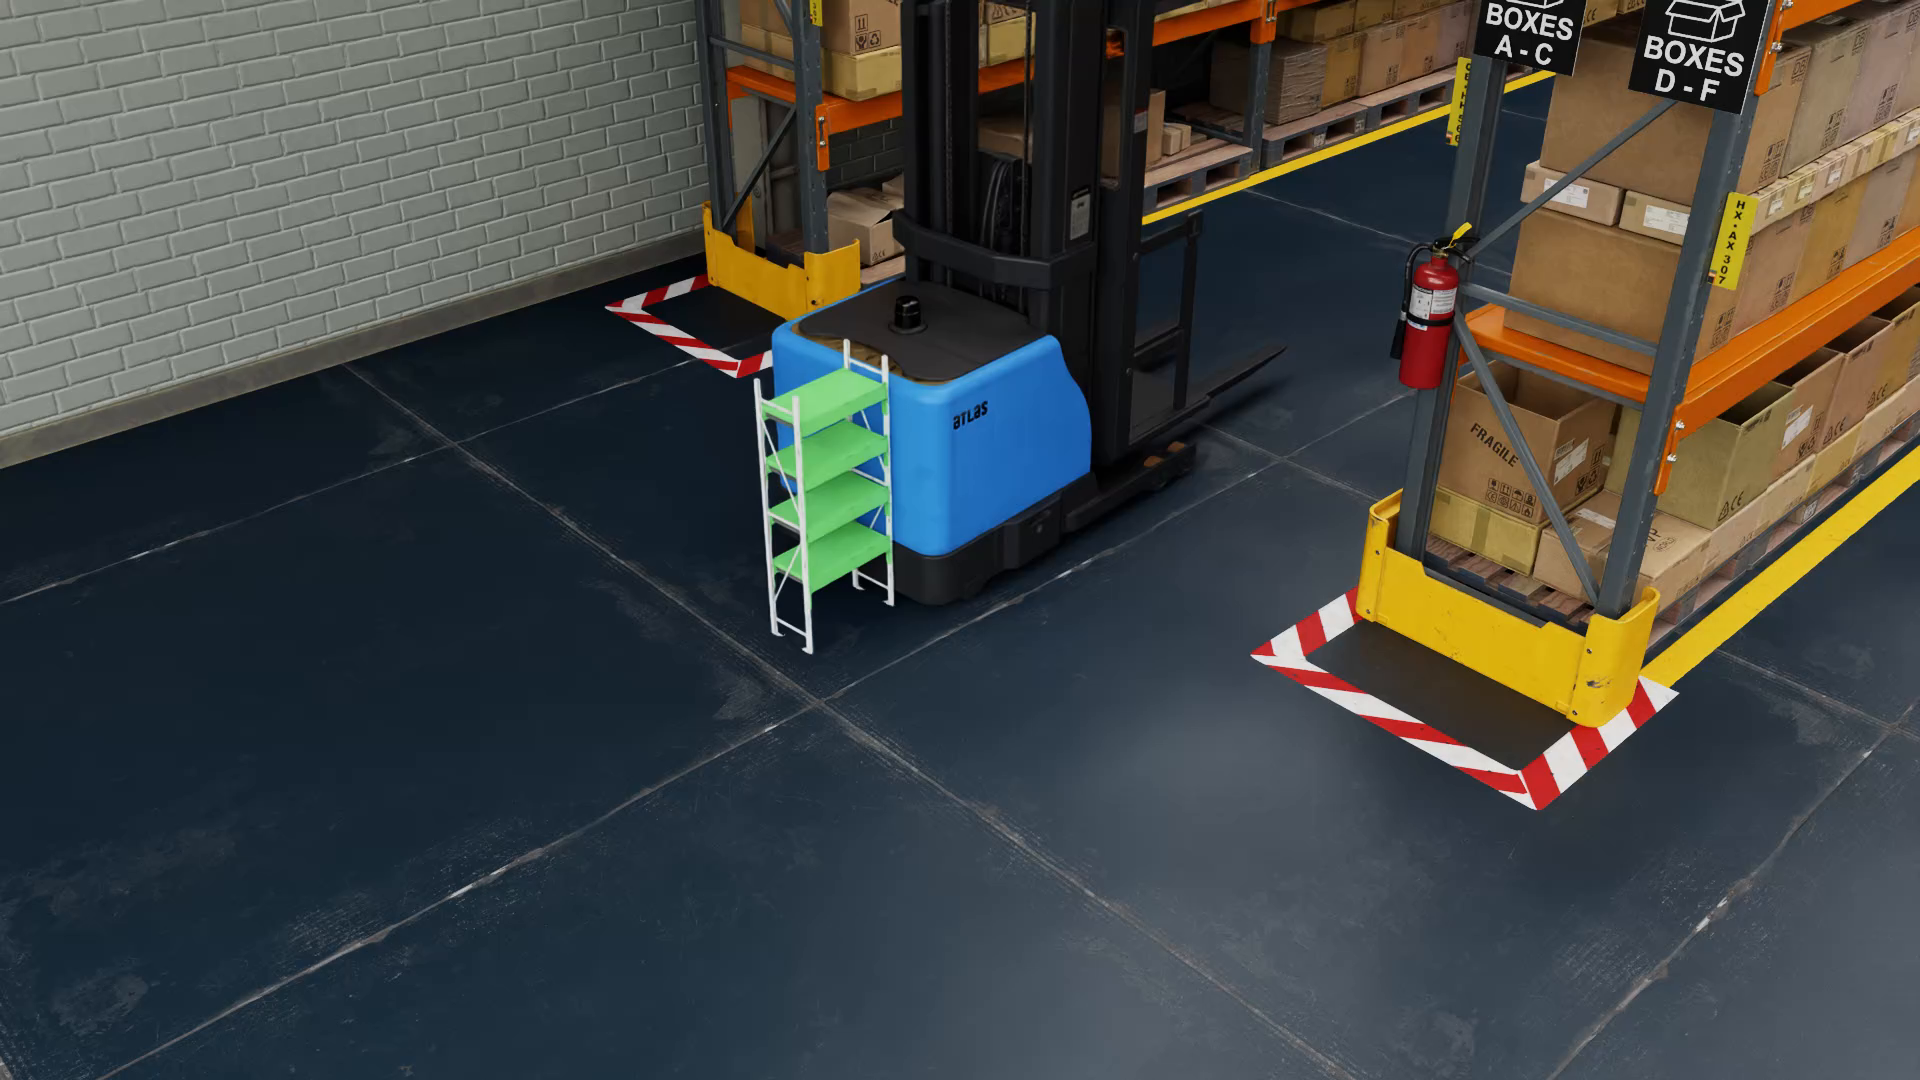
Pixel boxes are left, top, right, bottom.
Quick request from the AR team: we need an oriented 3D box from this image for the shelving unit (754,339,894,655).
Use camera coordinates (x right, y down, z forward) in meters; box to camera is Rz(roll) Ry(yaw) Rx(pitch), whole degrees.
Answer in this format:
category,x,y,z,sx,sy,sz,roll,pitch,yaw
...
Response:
category,x,y,z,sx,sy,sz,roll,pitch,yaw
shelving unit,-0.546,-0.170,6.878,0.258,1.200,0.503,25,39,35

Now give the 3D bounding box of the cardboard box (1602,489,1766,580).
category,x,y,z,sx,sy,sz,roll,pitch,yaw
cardboard box,3.146,-0.110,7.288,0.500,0.250,0.500,-26,40,-35

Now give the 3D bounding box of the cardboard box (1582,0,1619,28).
category,x,y,z,sx,sy,sz,roll,pitch,yaw
cardboard box,5.361,-5.024,14.749,0.750,0.750,0.750,-26,40,-36

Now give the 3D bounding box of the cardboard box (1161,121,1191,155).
category,x,y,z,sx,sy,sz,roll,pitch,yaw
cardboard box,1.427,-2.910,11.928,0.380,0.166,0.250,23,38,33

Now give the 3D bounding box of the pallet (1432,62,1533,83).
category,x,y,z,sx,sy,sz,roll,pitch,yaw
pallet,4.158,-4.085,14.228,1.213,0.211,1.003,-26,40,-35

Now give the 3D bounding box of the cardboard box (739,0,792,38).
category,x,y,z,sx,sy,sz,roll,pitch,yaw
cardboard box,-0.933,-3.227,9.557,0.500,0.500,0.500,-26,40,-36

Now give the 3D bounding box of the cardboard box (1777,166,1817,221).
category,x,y,z,sx,sy,sz,roll,pitch,yaw
cardboard box,3.047,-1.379,6.412,0.250,0.149,0.380,-26,40,-35

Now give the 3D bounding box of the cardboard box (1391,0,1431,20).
category,x,y,z,sx,sy,sz,roll,pitch,yaw
cardboard box,3.406,-4.355,13.252,0.500,0.250,0.500,-26,40,-36

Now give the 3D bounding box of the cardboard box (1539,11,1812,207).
category,x,y,z,sx,sy,sz,roll,pitch,yaw
cardboard box,2.627,-1.596,6.145,0.500,0.500,0.700,-26,40,-35

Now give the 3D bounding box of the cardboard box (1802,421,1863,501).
category,x,y,z,sx,sy,sz,roll,pitch,yaw
cardboard box,3.883,-0.463,7.864,0.500,0.250,0.500,-26,40,-35

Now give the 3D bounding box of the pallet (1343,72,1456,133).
category,x,y,z,sx,sy,sz,roll,pitch,yaw
pallet,3.264,-3.654,13.524,1.213,0.211,1.003,-26,40,-35

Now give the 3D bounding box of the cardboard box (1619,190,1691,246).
category,x,y,z,sx,sy,sz,roll,pitch,yaw
cardboard box,2.671,-1.196,6.113,0.250,0.149,0.380,-26,40,-36

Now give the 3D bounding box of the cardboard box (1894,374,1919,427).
category,x,y,z,sx,sy,sz,roll,pitch,yaw
cardboard box,4.605,-0.823,8.454,0.500,0.250,0.500,-26,40,-35

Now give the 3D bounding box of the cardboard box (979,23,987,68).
category,x,y,z,sx,sy,sz,roll,pitch,yaw
cardboard box,-0.189,-2.899,9.741,0.500,0.250,0.500,-27,41,-37

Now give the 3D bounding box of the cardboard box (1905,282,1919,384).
category,x,y,z,sx,sy,sz,roll,pitch,yaw
cardboard box,4.604,-1.144,8.260,0.500,0.500,0.500,-26,40,-35

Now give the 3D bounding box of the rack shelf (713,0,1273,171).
category,x,y,z,sx,sy,sz,roll,pitch,yaw
rack shelf,0.333,-3.116,10.660,4.000,0.370,1.077,-26,40,-35

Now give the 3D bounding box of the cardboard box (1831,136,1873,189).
category,x,y,z,sx,sy,sz,roll,pitch,yaw
cardboard box,3.427,-1.563,6.713,0.250,0.149,0.380,-27,41,-37

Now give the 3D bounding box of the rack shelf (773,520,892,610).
category,x,y,z,sx,sy,sz,roll,pitch,yaw
rack shelf,-0.546,0.089,7.037,0.258,0.148,0.480,25,39,35

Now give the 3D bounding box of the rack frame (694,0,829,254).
category,x,y,z,sx,sy,sz,roll,pitch,yaw
rack frame,-1.134,-2.714,9.312,0.127,3.000,1.000,-26,40,-35

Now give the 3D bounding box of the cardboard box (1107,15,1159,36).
category,x,y,z,sx,sy,sz,roll,pitch,yaw
cardboard box,0.929,-3.435,10.617,0.500,0.250,0.500,-26,40,-36

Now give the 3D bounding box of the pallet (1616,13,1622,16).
category,x,y,z,sx,sy,sz,roll,pitch,yaw
pallet,6.256,-5.043,15.795,1.213,0.211,1.003,-26,40,-35

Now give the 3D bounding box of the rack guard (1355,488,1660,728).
category,x,y,z,sx,sy,sz,roll,pitch,yaw
rack guard,2.219,0.255,6.854,0.348,0.500,1.175,-26,40,-35

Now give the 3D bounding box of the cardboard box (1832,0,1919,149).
category,x,y,z,sx,sy,sz,roll,pitch,yaw
cardboard box,3.378,-1.963,6.746,0.500,0.500,0.700,-26,40,-35

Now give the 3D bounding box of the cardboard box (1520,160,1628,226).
category,x,y,z,sx,sy,sz,roll,pitch,yaw
cardboard box,2.388,-1.348,6.361,0.250,0.149,0.380,-27,40,-36

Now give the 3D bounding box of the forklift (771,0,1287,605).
category,x,y,z,sx,sy,sz,roll,pitch,yaw
forklift,0.525,-1.655,7.647,1.130,2.935,3.031,25,39,35

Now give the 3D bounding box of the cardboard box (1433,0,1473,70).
category,x,y,z,sx,sy,sz,roll,pitch,yaw
cardboard box,3.783,-4.259,13.814,0.500,0.500,0.700,-26,40,-36

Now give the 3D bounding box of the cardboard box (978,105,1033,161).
category,x,y,z,sx,sy,sz,roll,pitch,yaw
cardboard box,0.425,-2.489,10.920,0.700,0.500,0.500,26,40,36

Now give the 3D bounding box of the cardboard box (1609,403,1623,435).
category,x,y,z,sx,sy,sz,roll,pitch,yaw
cardboard box,3.151,-0.810,7.714,0.500,0.500,0.500,-26,40,-35

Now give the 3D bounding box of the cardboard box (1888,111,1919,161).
category,x,y,z,sx,sy,sz,roll,pitch,yaw
cardboard box,3.799,-1.741,7.004,0.250,0.149,0.380,-25,40,-35

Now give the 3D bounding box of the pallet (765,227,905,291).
category,x,y,z,sx,sy,sz,roll,pitch,yaw
pallet,-0.458,-1.826,10.533,1.213,0.211,1.003,-26,40,-35

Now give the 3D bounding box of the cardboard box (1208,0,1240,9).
category,x,y,z,sx,sy,sz,roll,pitch,yaw
cardboard box,1.658,-3.793,11.202,0.500,0.250,0.500,-26,40,-35

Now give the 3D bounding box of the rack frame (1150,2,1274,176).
category,x,y,z,sx,sy,sz,roll,pitch,yaw
rack frame,1.799,-4.132,11.633,0.127,3.000,1.000,-26,40,-35

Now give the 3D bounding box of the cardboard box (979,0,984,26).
category,x,y,z,sx,sy,sz,roll,pitch,yaw
cardboard box,-0.210,-3.204,9.520,0.500,0.500,0.500,-26,40,-35

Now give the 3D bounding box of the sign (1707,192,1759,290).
category,x,y,z,sx,sy,sz,roll,pitch,yaw
sign,2.610,-1.009,5.618,0.005,0.325,0.100,-26,40,-35

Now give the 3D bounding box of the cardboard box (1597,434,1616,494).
category,x,y,z,sx,sy,sz,roll,pitch,yaw
cardboard box,2.788,-0.311,7.617,0.500,0.250,0.500,-26,40,-35

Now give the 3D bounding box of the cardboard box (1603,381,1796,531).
category,x,y,z,sx,sy,sz,roll,pitch,yaw
cardboard box,3.147,-0.429,7.091,0.500,0.500,0.500,-26,40,-35

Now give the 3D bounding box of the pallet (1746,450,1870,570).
category,x,y,z,sx,sy,sz,roll,pitch,yaw
pallet,3.664,-0.348,8.117,1.213,0.211,1.003,-26,40,-35

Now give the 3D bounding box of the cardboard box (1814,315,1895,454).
category,x,y,z,sx,sy,sz,roll,pitch,yaw
cardboard box,3.883,-0.782,7.668,0.500,0.500,0.500,-26,40,-35

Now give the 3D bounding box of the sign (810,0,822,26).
category,x,y,z,sx,sy,sz,roll,pitch,yaw
sign,-0.765,-2.875,8.747,0.005,0.325,0.100,-26,40,-35

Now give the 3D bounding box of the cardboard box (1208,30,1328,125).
category,x,y,z,sx,sy,sz,roll,pitch,yaw
cardboard box,2.328,-3.521,12.607,0.500,0.500,0.700,-24,39,-34

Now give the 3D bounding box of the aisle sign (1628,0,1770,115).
category,x,y,z,sx,sy,sz,roll,pitch,yaw
aisle sign,2.397,-1.789,5.308,0.004,0.787,0.394,-26,40,-35

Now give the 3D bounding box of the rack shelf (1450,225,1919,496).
category,x,y,z,sx,sy,sz,roll,pitch,yaw
rack shelf,3.704,-1.222,7.563,4.000,0.370,1.077,-26,40,-35

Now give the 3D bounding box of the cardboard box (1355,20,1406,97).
category,x,y,z,sx,sy,sz,roll,pitch,yaw
cardboard box,3.074,-3.889,13.209,0.500,0.500,0.700,-25,40,-35

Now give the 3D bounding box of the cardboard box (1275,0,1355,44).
category,x,y,z,sx,sy,sz,roll,pitch,yaw
cardboard box,2.648,-3.999,12.669,0.500,0.250,0.500,-27,40,-36

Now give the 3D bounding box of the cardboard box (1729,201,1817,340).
category,x,y,z,sx,sy,sz,roll,pitch,yaw
cardboard box,2.970,-1.211,6.760,0.500,0.500,0.700,-25,39,-34

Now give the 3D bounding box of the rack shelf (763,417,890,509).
category,x,y,z,sx,sy,sz,roll,pitch,yaw
rack shelf,-0.546,-0.320,6.786,0.258,0.148,0.480,25,39,35

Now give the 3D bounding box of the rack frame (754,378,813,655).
category,x,y,z,sx,sy,sz,roll,pitch,yaw
rack frame,-0.710,-0.076,6.723,0.240,1.200,0.015,25,39,35

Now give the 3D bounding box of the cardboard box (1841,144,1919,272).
category,x,y,z,sx,sy,sz,roll,pitch,yaw
cardboard box,3.721,-1.573,7.352,0.500,0.500,0.700,-24,39,-34

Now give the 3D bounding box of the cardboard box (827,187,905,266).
category,x,y,z,sx,sy,sz,roll,pitch,yaw
cardboard box,-0.565,-1.965,10.244,0.500,0.311,0.500,24,39,34

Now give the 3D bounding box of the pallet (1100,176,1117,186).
category,x,y,z,sx,sy,sz,roll,pitch,yaw
pallet,0.436,-2.256,11.237,1.213,0.211,1.003,-26,40,-35
